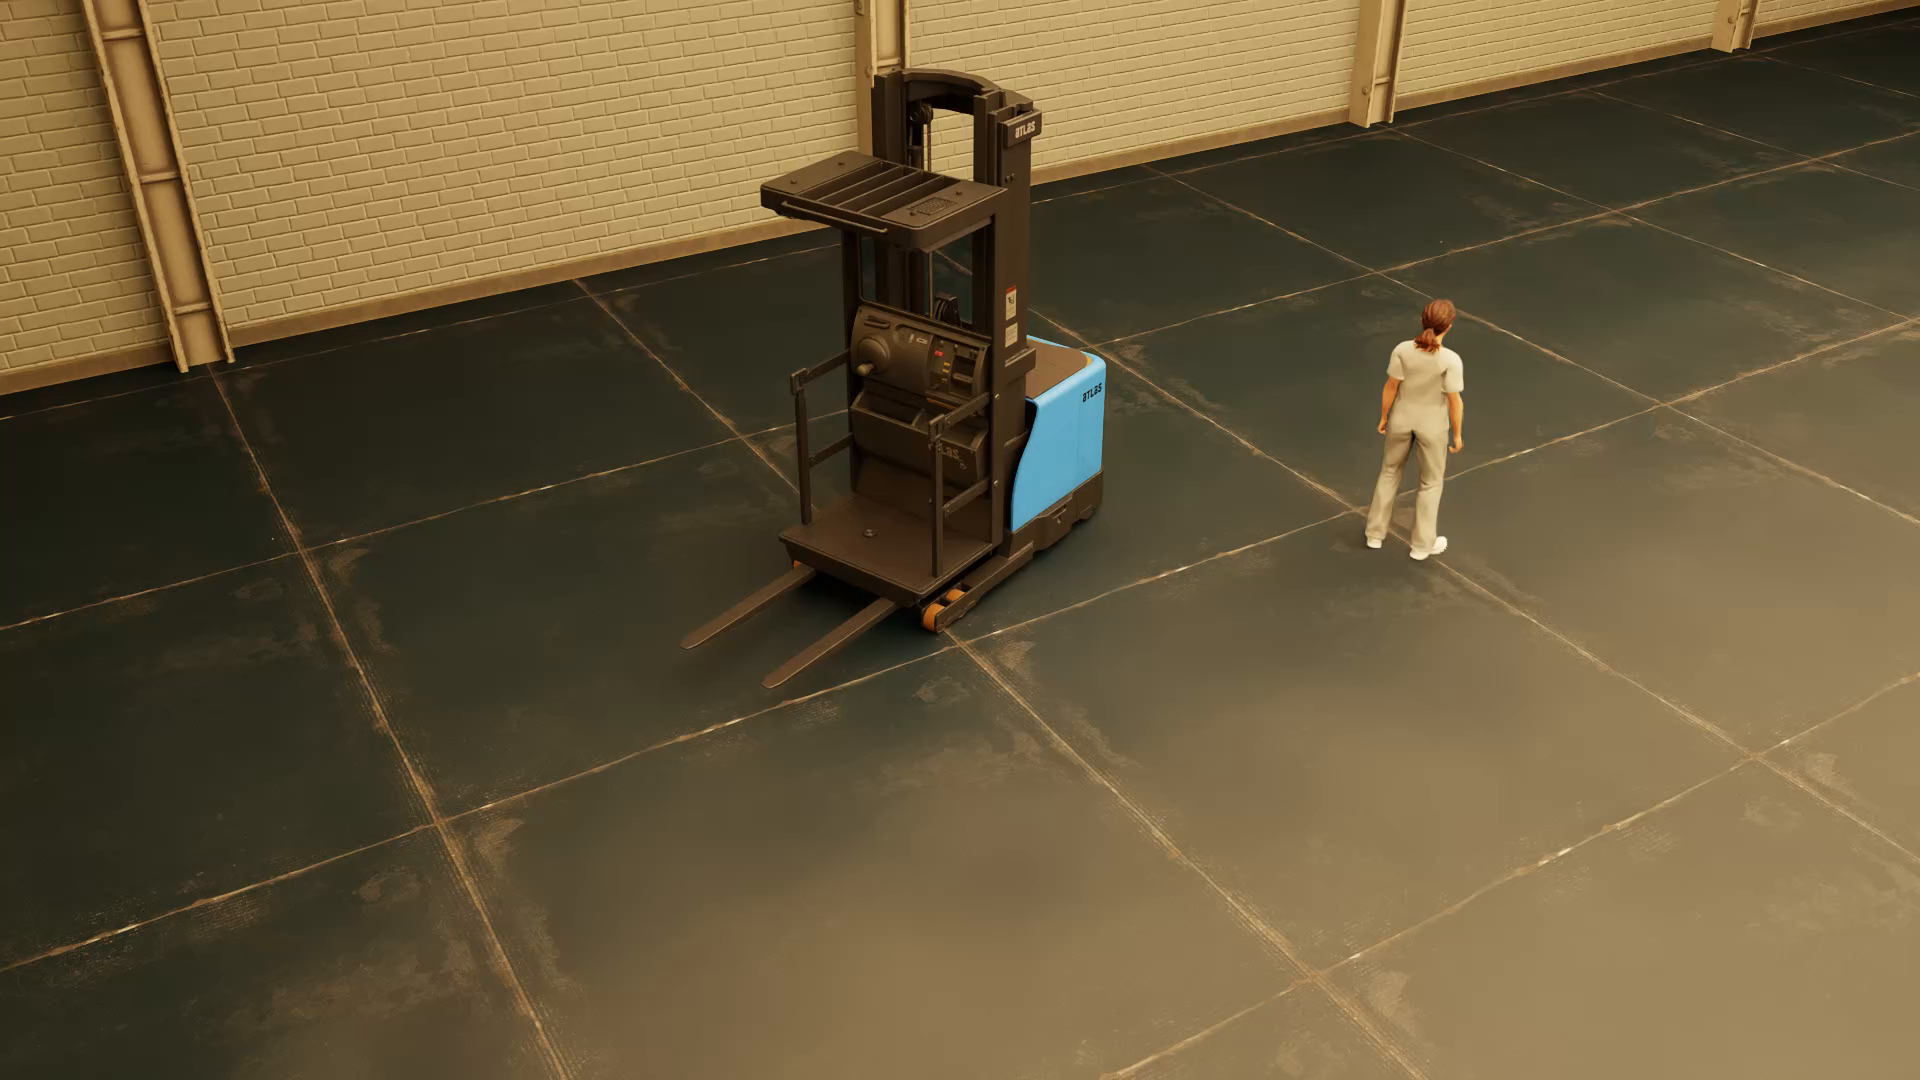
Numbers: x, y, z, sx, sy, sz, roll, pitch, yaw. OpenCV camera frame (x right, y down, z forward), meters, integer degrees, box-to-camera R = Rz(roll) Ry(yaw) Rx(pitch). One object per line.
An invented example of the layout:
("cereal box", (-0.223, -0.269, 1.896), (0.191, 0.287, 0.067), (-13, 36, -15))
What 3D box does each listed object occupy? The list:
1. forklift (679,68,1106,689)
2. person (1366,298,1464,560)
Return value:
("forklift", (-0.365, -1.007, 9.329), (1.130, 2.935, 3.031), (21, 37, 31))
("person", (2.765, -0.667, 9.995), (0.523, 1.675, 0.363), (17, 35, 26))
